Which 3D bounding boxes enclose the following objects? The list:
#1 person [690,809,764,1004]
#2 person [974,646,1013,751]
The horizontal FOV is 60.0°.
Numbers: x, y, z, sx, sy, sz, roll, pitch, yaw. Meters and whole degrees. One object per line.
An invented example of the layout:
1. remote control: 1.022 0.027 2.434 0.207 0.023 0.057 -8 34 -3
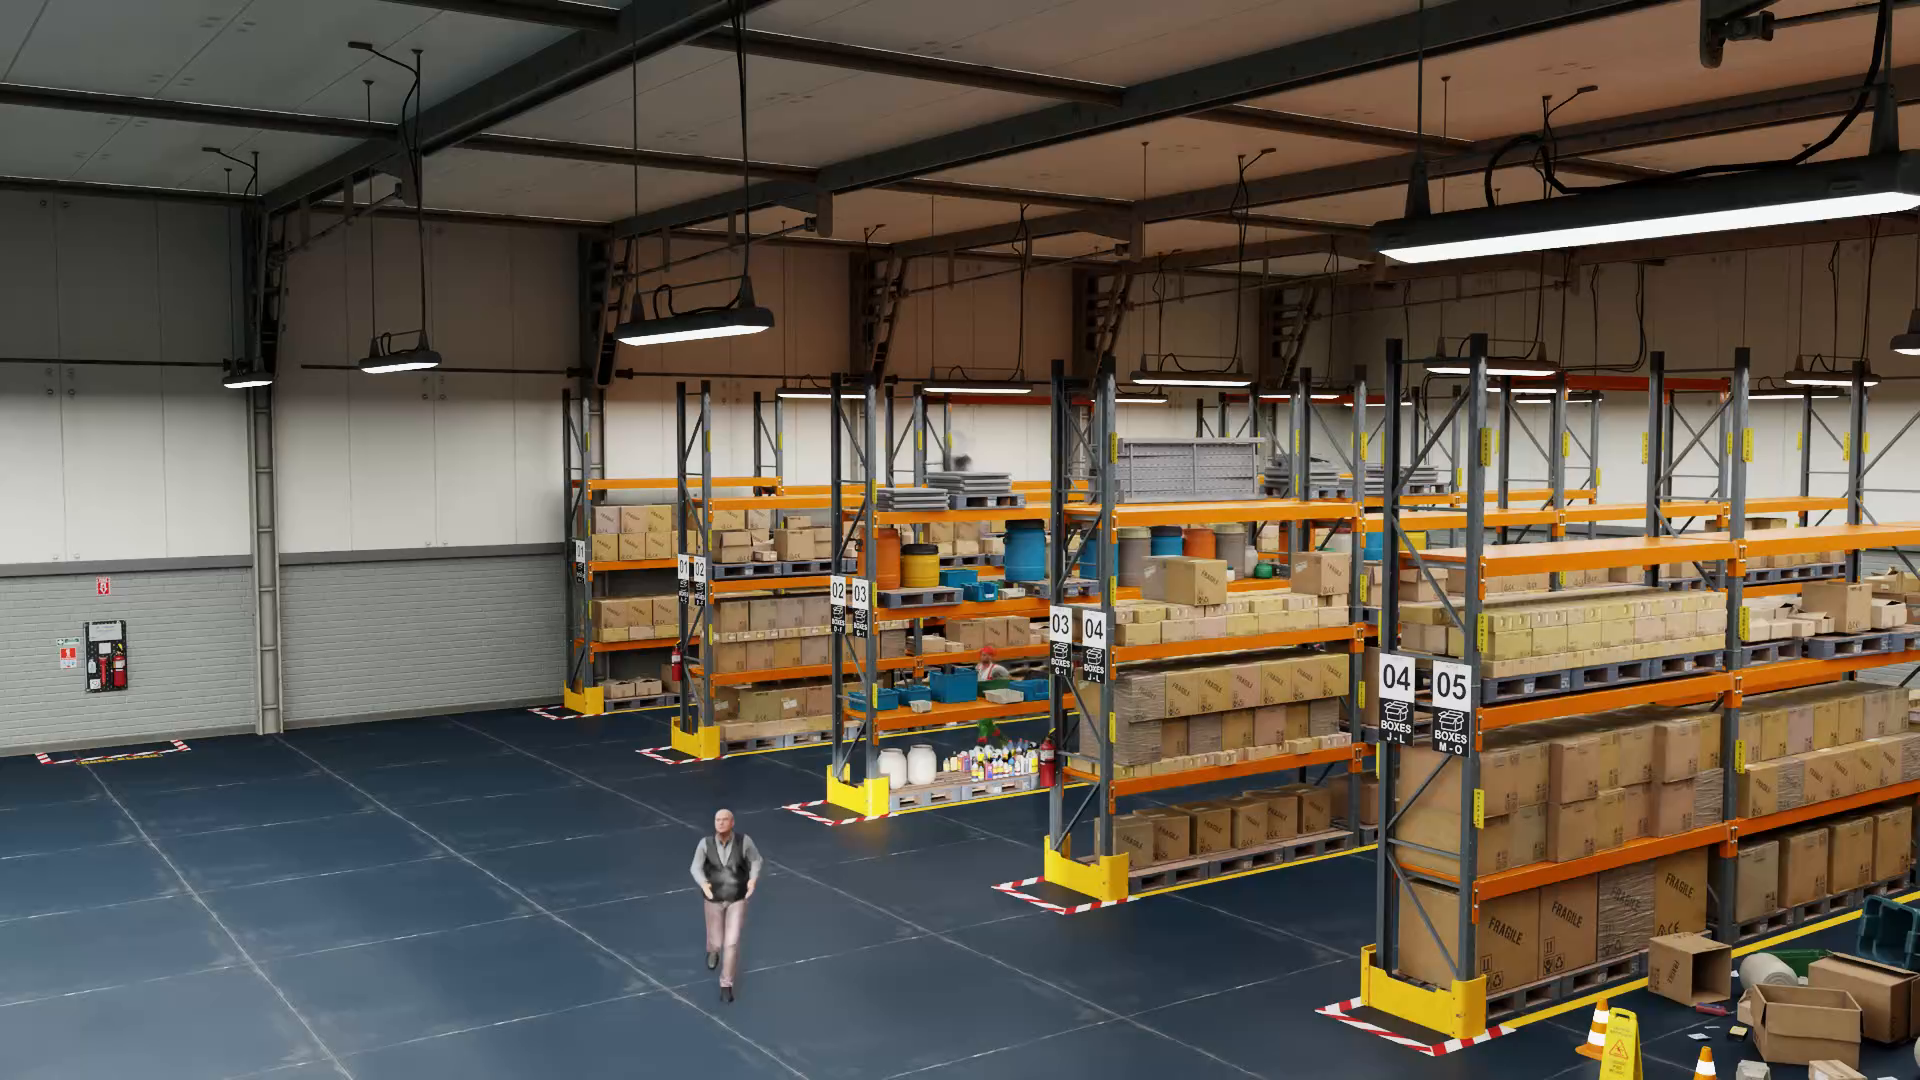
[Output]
1. person: -2.159 3.335 15.432 0.669 1.720 0.821 0 4 -5
2. person: 0.423 2.561 26.197 0.976 1.792 0.654 -3 5 -41
